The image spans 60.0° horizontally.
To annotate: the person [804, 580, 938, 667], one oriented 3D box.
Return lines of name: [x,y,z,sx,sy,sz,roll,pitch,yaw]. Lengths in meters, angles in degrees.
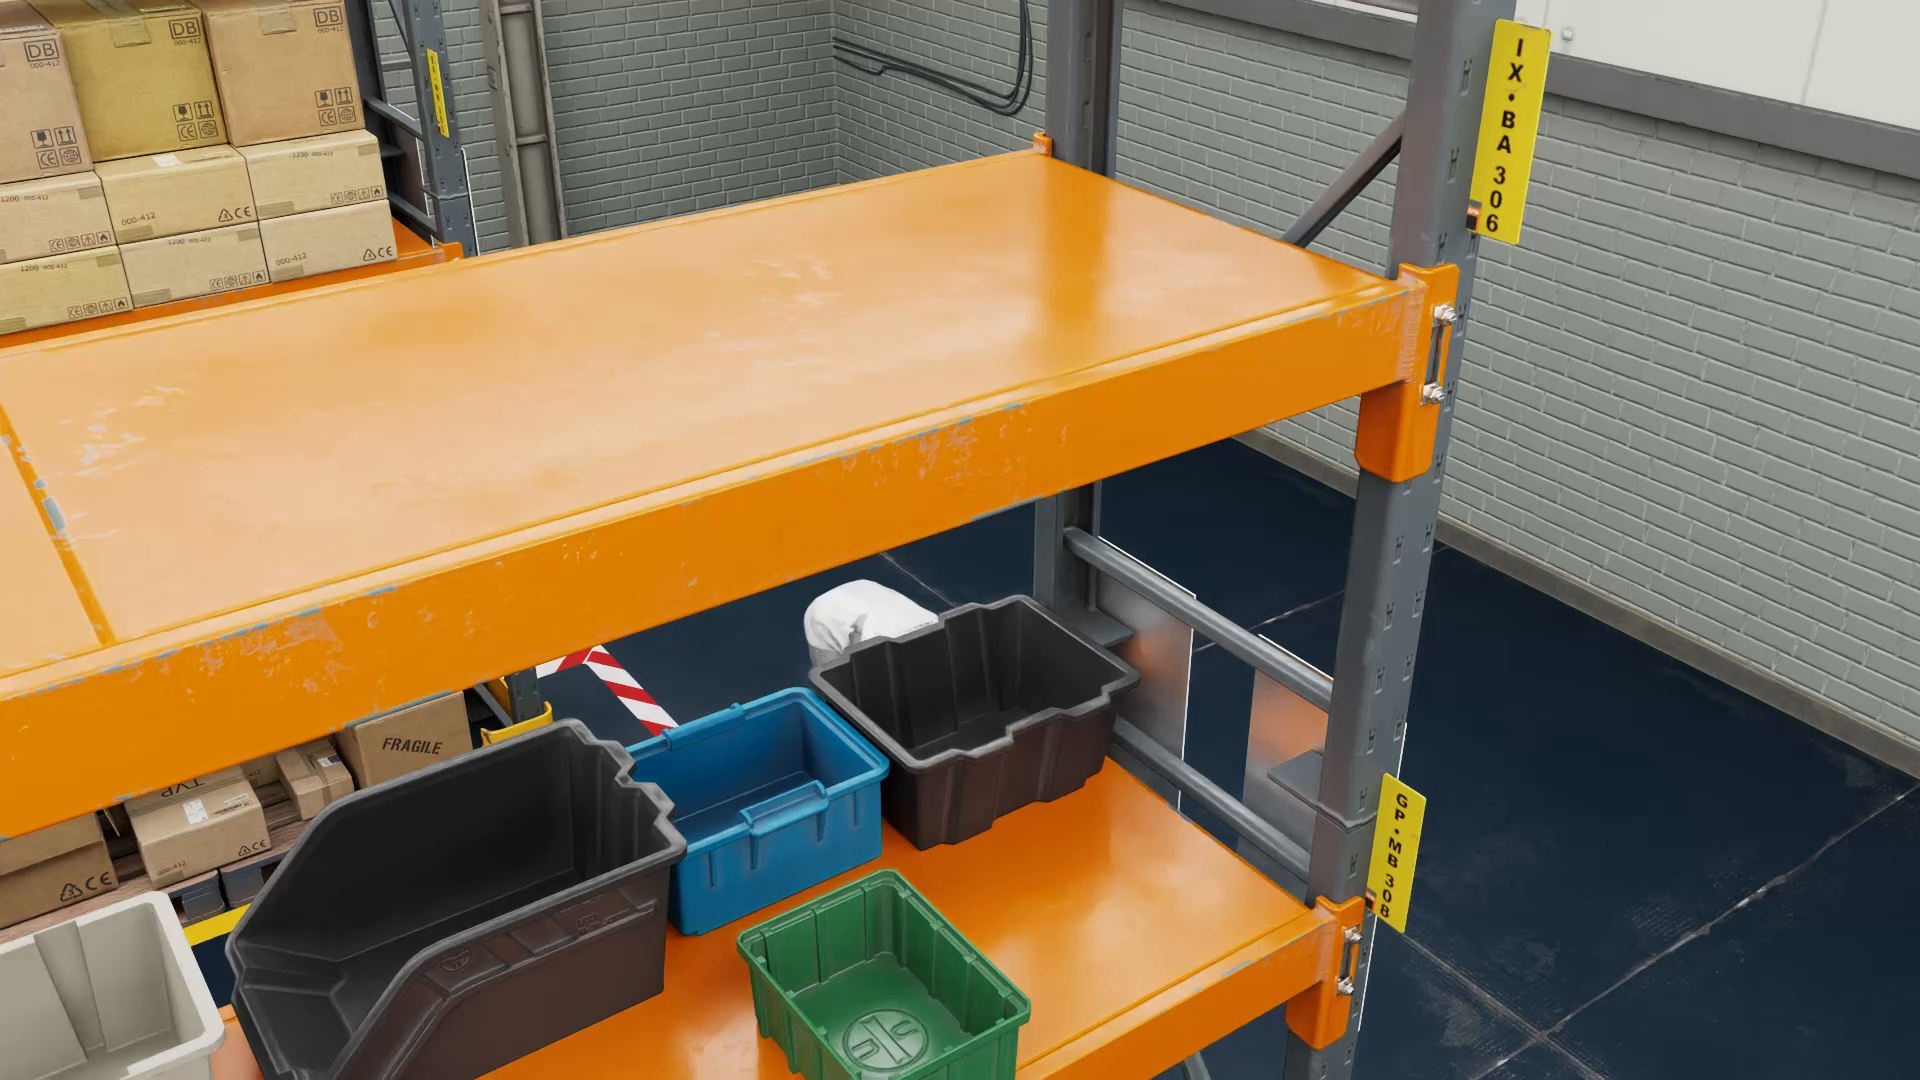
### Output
person: [-0.339,0.752,7.956,0.487,1.112,0.994,-20,35,-33]
